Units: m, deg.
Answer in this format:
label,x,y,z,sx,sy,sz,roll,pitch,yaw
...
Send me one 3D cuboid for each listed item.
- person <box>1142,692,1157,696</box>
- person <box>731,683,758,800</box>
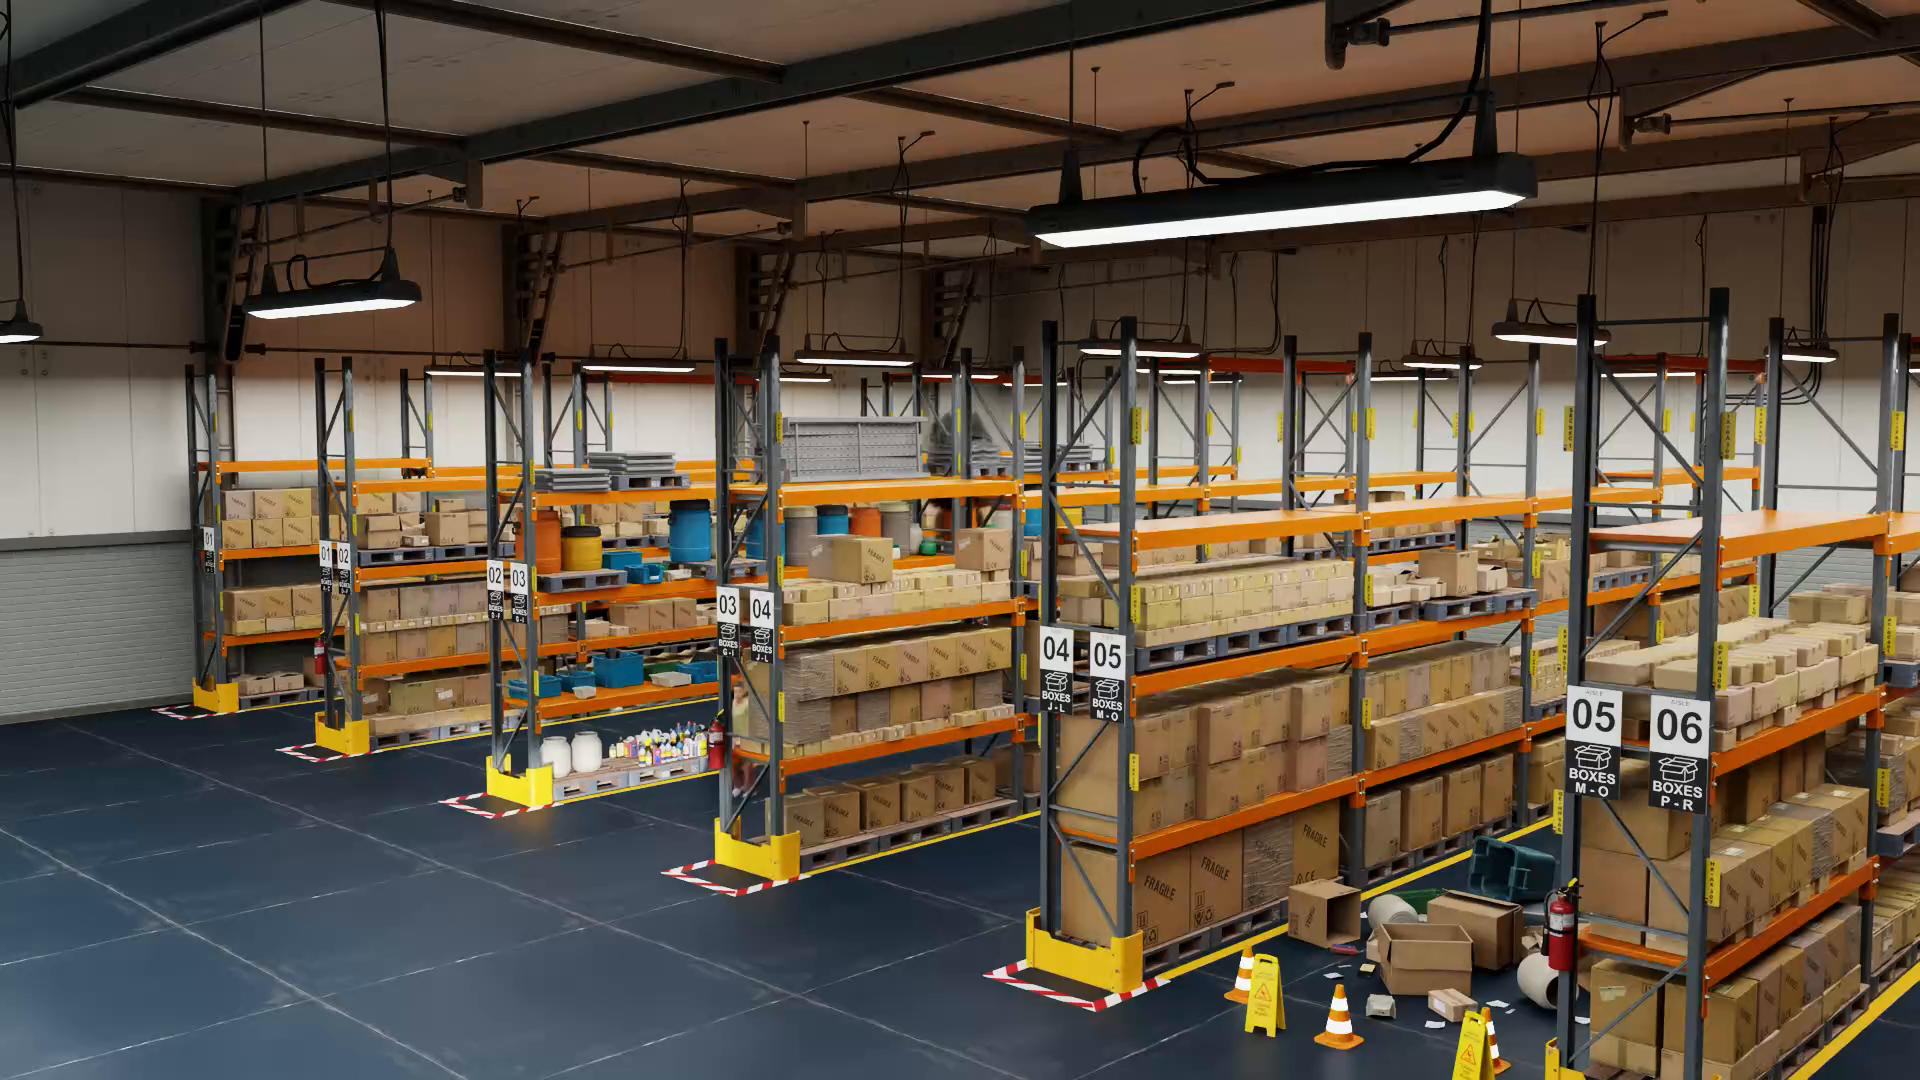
label,x,y,z,sx,sy,sz,roll,pitch,yaw
person,2.414,2.696,21.328,0.856,1.709,0.709,-4,6,-42
person,-2.895,2.665,21.978,0.561,1.594,0.836,2,5,26
